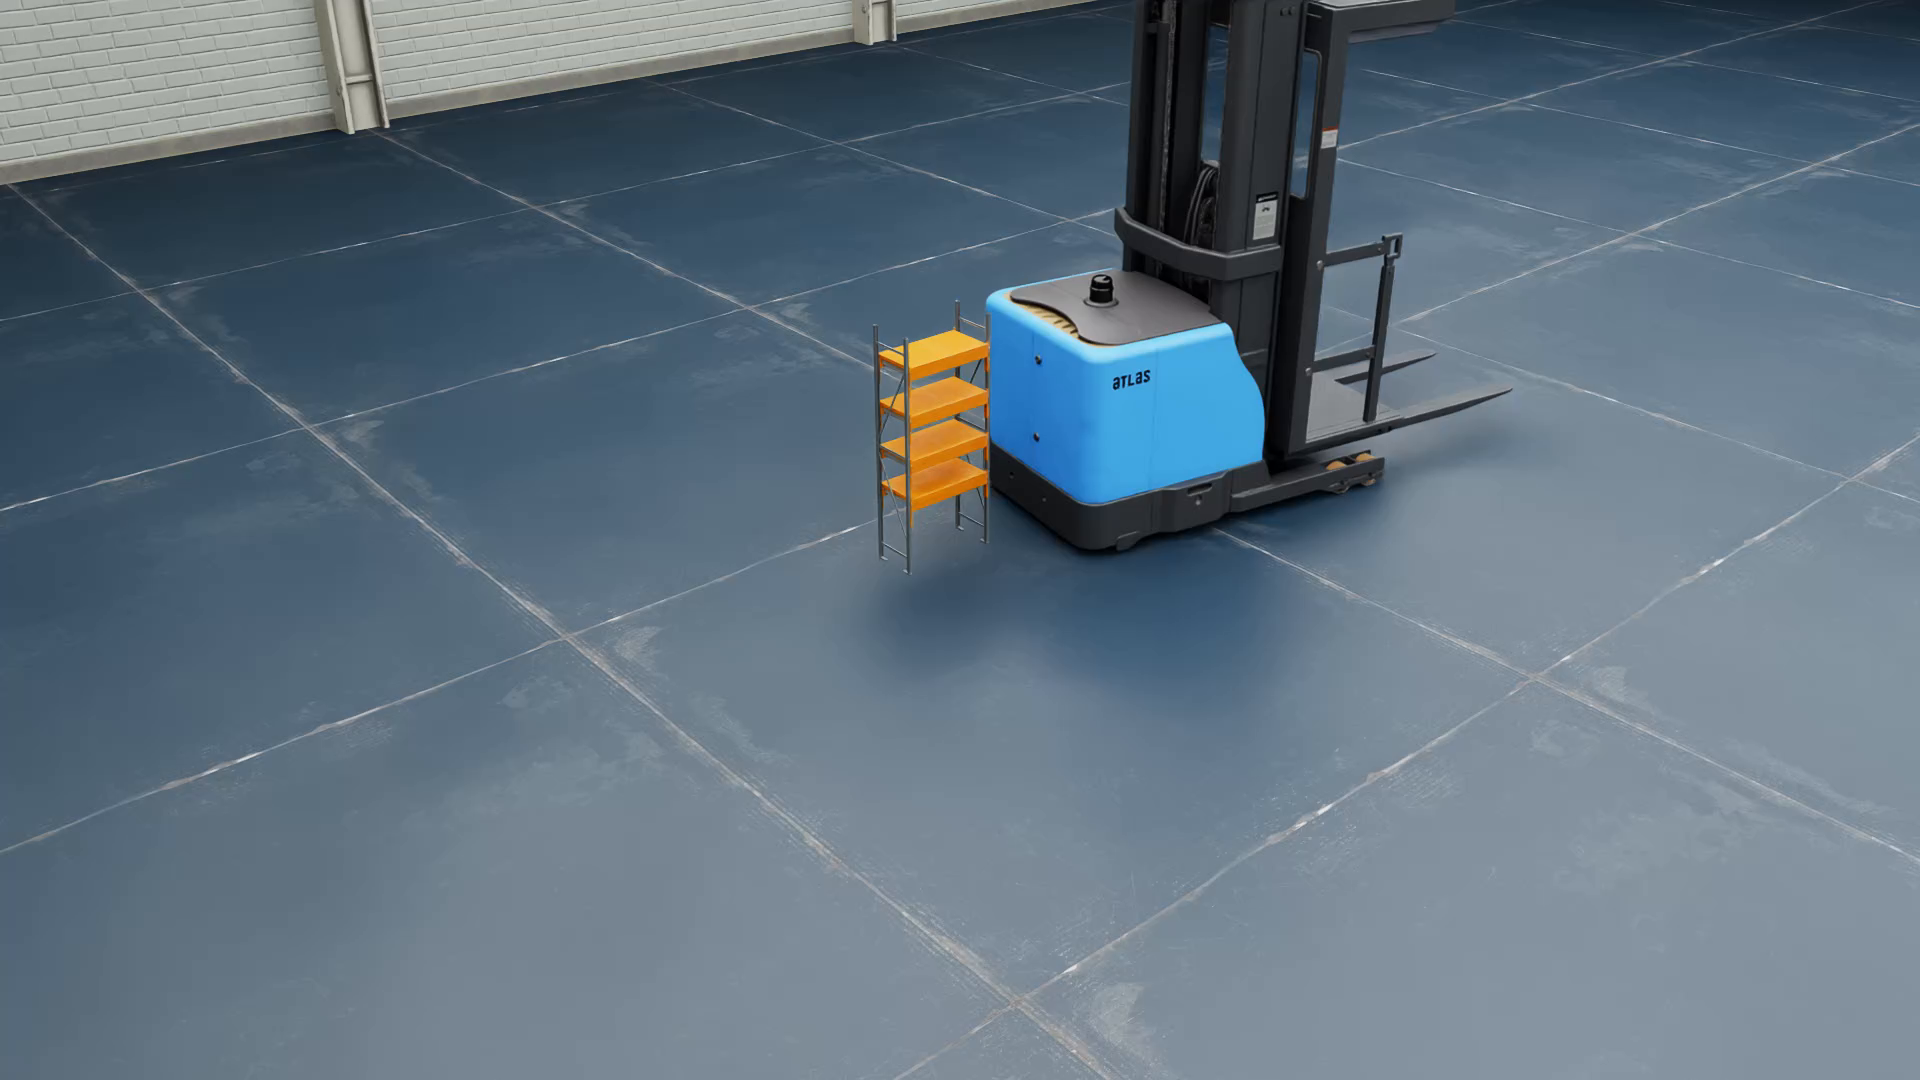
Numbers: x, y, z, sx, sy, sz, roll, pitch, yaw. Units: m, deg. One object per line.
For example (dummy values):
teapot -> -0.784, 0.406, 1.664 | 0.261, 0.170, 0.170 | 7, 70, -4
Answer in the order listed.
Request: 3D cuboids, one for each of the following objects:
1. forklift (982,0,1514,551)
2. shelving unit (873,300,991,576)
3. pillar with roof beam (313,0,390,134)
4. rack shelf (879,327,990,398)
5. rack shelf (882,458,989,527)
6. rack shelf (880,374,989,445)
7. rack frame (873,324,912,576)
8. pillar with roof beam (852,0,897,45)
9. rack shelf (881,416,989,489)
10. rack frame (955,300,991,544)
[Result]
forklift -> 1.650, -1.734, 8.385 | 3.031, 2.935, 1.130 | -15, 32, -26
shelving unit -> -0.126, -0.479, 7.872 | 0.503, 1.200, 0.258 | -22, 35, -35
pillar with roof beam -> -2.735, -6.246, 10.391 | 0.400, 9.000, 9.100 | -22, 35, -35
rack shelf -> -0.126, -0.825, 7.687 | 0.480, 0.148, 0.258 | -22, 35, -35
rack shelf -> -0.126, -0.244, 7.998 | 0.480, 0.148, 0.258 | -22, 35, -35
rack shelf -> -0.126, -0.616, 7.799 | 0.480, 0.148, 0.258 | -22, 35, -35
rack frame -> -0.312, -0.404, 7.733 | 0.015, 1.200, 0.240 | -22, 35, -35
pillar with roof beam -> 1.829, -8.082, 13.825 | 0.400, 9.000, 9.100 | -22, 35, -35
rack shelf -> -0.126, -0.419, 7.904 | 0.480, 0.148, 0.258 | -22, 35, -35
rack frame -> 0.060, -0.553, 8.012 | 0.015, 1.200, 0.240 | -22, 35, -35
